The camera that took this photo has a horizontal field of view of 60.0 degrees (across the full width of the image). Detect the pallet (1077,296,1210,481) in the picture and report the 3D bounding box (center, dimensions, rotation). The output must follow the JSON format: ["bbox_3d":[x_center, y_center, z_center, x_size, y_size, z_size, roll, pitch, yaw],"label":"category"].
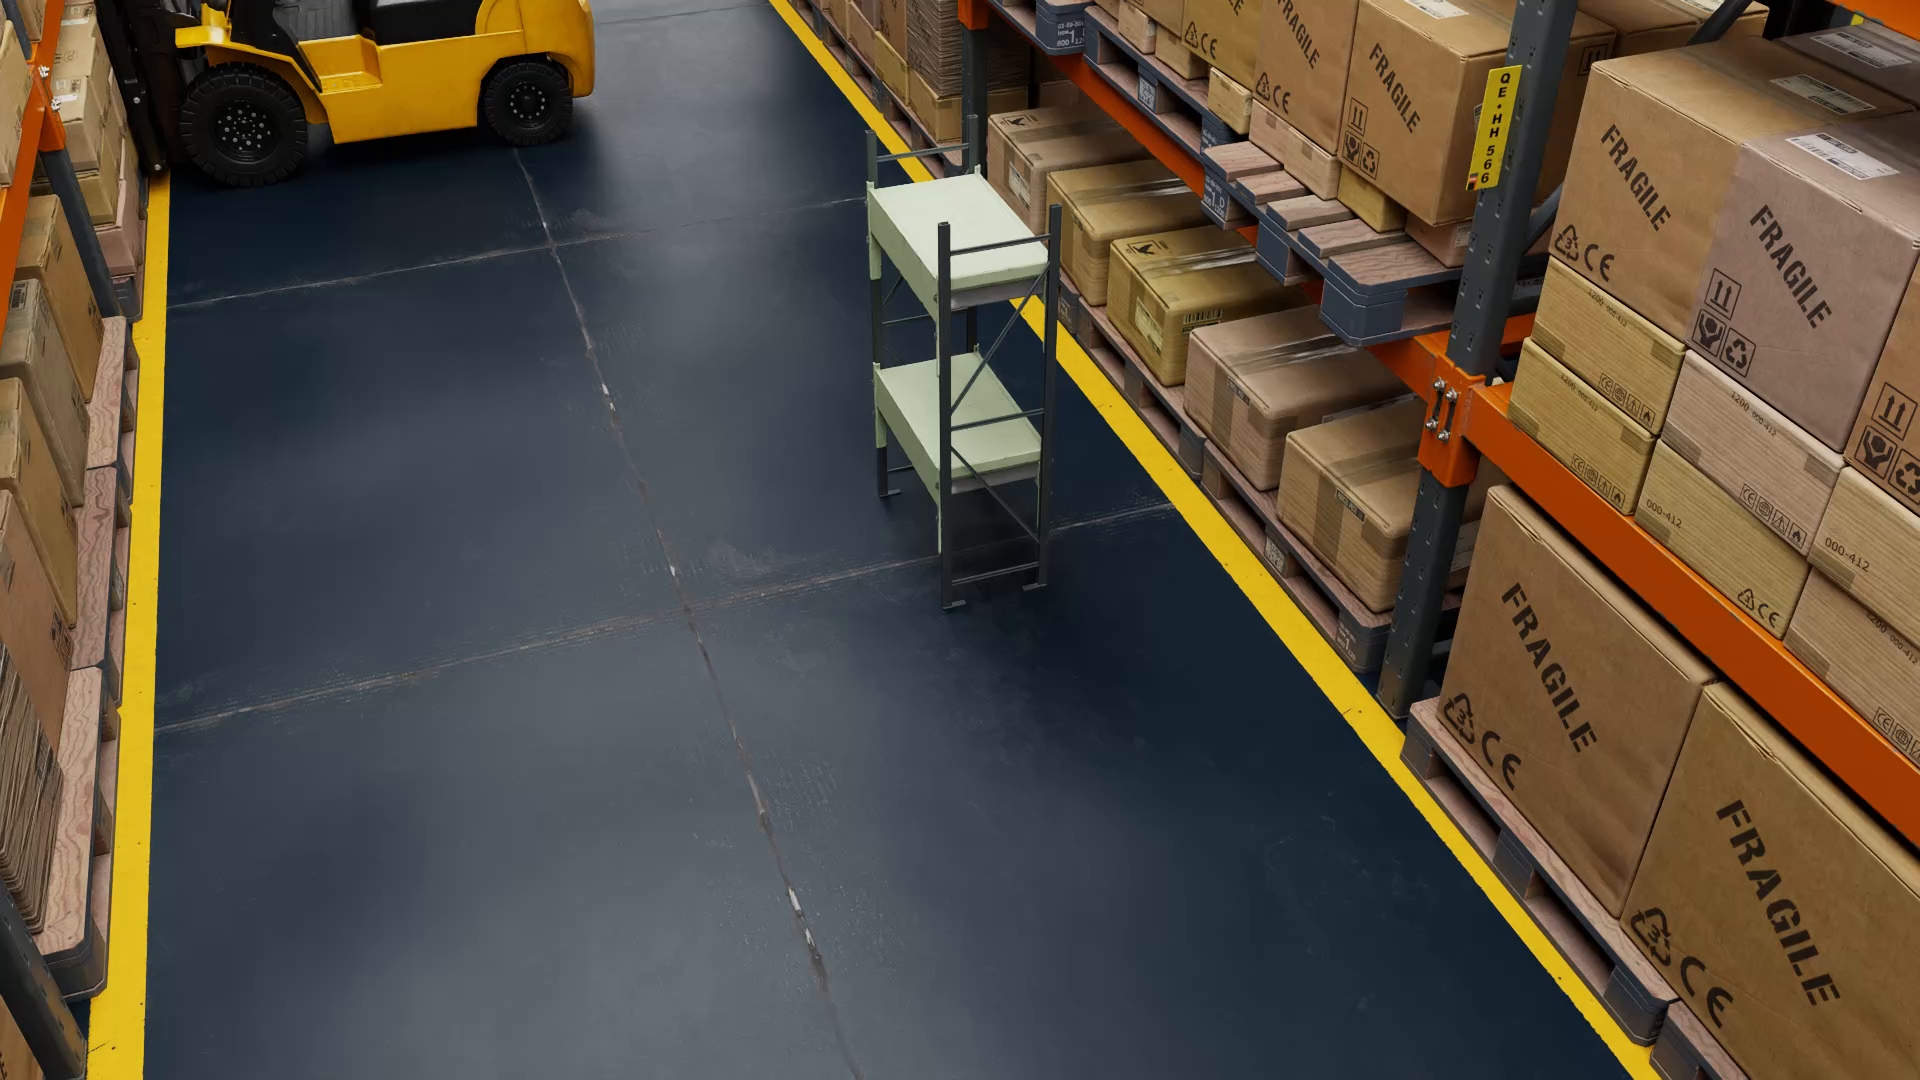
[{"bbox_3d":[1.191,-0.754,7.076,1.003,0.211,1.213,-12,39,-16],"label":"pallet"}]

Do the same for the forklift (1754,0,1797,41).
[{"bbox_3d":[2.939,-2.394,6.992,1.130,2.935,3.031,-6,37,-7],"label":"forklift"}]

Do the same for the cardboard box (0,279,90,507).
[{"bbox_3d":[-3.711,-0.455,5.985,0.875,0.625,0.625,-13,39,-16],"label":"cardboard box"}]

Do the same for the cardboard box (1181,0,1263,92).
[{"bbox_3d":[1.094,-1.839,5.518,0.500,0.500,0.500,-15,40,-19],"label":"cardboard box"}]

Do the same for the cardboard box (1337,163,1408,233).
[{"bbox_3d":[1.381,-1.079,5.048,0.380,0.149,0.250,-12,39,-15],"label":"cardboard box"}]

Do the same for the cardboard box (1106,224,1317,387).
[{"bbox_3d":[1.172,-1.022,6.949,0.950,0.372,0.625,-11,38,-14],"label":"cardboard box"}]

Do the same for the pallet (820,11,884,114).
[{"bbox_3d":[-0.190,-2.946,9.986,1.003,0.211,1.213,-12,39,-16],"label":"pallet"}]

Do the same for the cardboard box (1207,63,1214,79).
[{"bbox_3d":[1.097,-1.676,5.842,0.380,0.149,0.250,-12,39,-16],"label":"cardboard box"}]

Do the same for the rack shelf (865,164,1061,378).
[{"bbox_3d":[-0.002,-0.915,5.569,0.431,0.370,0.720,-12,39,-16],"label":"rack shelf"}]

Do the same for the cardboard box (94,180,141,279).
[{"bbox_3d":[-4.017,-1.379,7.524,0.500,0.250,0.500,-12,39,-15],"label":"cardboard box"}]

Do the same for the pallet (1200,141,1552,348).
[{"bbox_3d":[1.529,-1.042,5.300,1.213,0.211,1.003,-12,39,-16],"label":"pallet"}]

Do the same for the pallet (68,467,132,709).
[{"bbox_3d":[-3.447,0.244,5.750,1.003,0.211,1.213,-12,39,-16],"label":"pallet"}]

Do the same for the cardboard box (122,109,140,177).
[{"bbox_3d":[-4.397,-1.950,8.282,0.500,0.250,0.500,-12,39,-15],"label":"cardboard box"}]

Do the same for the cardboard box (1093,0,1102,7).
[{"bbox_3d":[0.688,-2.246,6.599,0.380,0.149,0.250,-12,39,-15],"label":"cardboard box"}]

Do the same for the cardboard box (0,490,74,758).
[{"bbox_3d":[-3.219,0.350,4.917,0.875,0.625,0.625,-11,38,-14],"label":"cardboard box"}]

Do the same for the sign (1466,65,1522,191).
[{"bbox_3d":[1.368,-1.051,4.256,0.100,0.325,0.005,-12,39,-16],"label":"sign"}]

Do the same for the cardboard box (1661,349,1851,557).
[{"bbox_3d":[1.994,-0.248,3.796,0.500,0.250,0.500,-12,39,-15],"label":"cardboard box"}]

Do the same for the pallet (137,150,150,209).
[{"bbox_3d":[-4.819,-2.002,8.733,1.003,0.211,1.213,-12,39,-16],"label":"pallet"}]

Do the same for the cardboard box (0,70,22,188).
[{"bbox_3d":[-3.564,-1.395,5.733,0.500,0.250,0.500,-13,39,-16],"label":"cardboard box"}]

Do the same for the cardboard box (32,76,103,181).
[{"bbox_3d":[-4.033,-1.775,7.219,0.500,0.250,0.500,-13,39,-17],"label":"cardboard box"}]

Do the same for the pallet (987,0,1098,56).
[{"bbox_3d":[0.625,-2.459,7.181,1.003,0.211,1.213,-12,39,-16],"label":"pallet"}]

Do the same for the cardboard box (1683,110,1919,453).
[{"bbox_3d":[1.995,-0.570,3.600,0.500,0.500,0.500,-12,39,-16],"label":"cardboard box"}]

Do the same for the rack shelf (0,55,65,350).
[{"bbox_3d":[-3.473,-0.551,5.086,1.077,0.370,4.000,-12,39,-16],"label":"rack shelf"}]

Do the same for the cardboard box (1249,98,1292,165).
[{"bbox_3d":[1.173,-1.355,5.416,0.380,0.149,0.250,-14,39,-18],"label":"cardboard box"}]

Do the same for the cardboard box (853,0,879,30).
[{"bbox_3d":[-0.311,-3.220,9.345,0.500,0.500,0.500,-10,38,-14],"label":"cardboard box"}]

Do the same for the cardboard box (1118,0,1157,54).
[{"bbox_3d":[0.814,-1.946,6.200,0.380,0.149,0.250,-11,38,-14],"label":"cardboard box"}]

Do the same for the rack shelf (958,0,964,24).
[{"bbox_3d":[-0.190,-3.840,9.453,1.077,0.370,4.000,-12,39,-16],"label":"rack shelf"}]

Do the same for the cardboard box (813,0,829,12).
[{"bbox_3d":[-0.692,-3.524,10.372,0.500,0.250,0.500,-11,38,-14],"label":"cardboard box"}]

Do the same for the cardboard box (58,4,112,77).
[{"bbox_3d":[-4.381,-2.345,7.975,0.500,0.250,0.500,-11,38,-14],"label":"cardboard box"}]

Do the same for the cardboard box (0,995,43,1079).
[{"bbox_3d":[-2.437,1.317,3.737,0.500,0.500,0.500,-11,38,-15],"label":"cardboard box"}]

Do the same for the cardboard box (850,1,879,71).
[{"bbox_3d":[-0.321,-2.933,9.586,0.500,0.250,0.500,-12,39,-15],"label":"cardboard box"}]

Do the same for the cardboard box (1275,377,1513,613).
[{"bbox_3d":[1.690,-0.178,5.828,0.950,0.372,0.625,-15,40,-19],"label":"cardboard box"}]

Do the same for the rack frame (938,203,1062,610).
[{"bbox_3d":[0.124,-0.396,5.529,0.400,1.500,0.023,-12,39,-16],"label":"rack frame"}]

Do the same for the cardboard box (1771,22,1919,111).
[{"bbox_3d":[2.298,-0.940,4.090,0.500,0.500,0.500,-13,39,-17],"label":"cardboard box"}]

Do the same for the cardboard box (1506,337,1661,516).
[{"bbox_3d":[1.807,-0.350,4.346,0.500,0.250,0.500,-13,39,-17],"label":"cardboard box"}]

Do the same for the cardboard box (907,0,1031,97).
[{"bbox_3d":[0.043,-2.645,8.582,0.500,0.500,0.500,-13,39,-17],"label":"cardboard box"}]

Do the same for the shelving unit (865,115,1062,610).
[{"bbox_3d":[-0.002,-0.603,5.804,0.431,1.500,0.755,-12,39,-16],"label":"shelving unit"}]

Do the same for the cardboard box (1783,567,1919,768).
[{"bbox_3d":[2.175,0.234,3.571,0.500,0.250,0.500,-11,38,-14],"label":"cardboard box"}]

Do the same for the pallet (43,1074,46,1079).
[{"bbox_3d":[-2.563,1.835,3.638,1.003,0.211,1.213,-12,39,-16],"label":"pallet"}]

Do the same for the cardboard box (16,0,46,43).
[{"bbox_3d":[-4.069,-2.313,6.744,0.500,0.500,0.500,-13,39,-17],"label":"cardboard box"}]

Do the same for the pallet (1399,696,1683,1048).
[{"bbox_3d":[2.075,0.837,4.964,1.003,0.211,1.213,-12,39,-16],"label":"pallet"}]

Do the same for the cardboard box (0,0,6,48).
[{"bbox_3d":[-3.752,-1.883,5.966,0.500,0.250,0.500,-13,39,-17],"label":"cardboard box"}]

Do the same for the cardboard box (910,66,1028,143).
[{"bbox_3d":[0.042,-2.346,8.807,0.500,0.250,0.500,-11,38,-14],"label":"cardboard box"}]

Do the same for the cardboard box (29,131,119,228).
[{"bbox_3d":[-4.038,-1.574,7.368,0.500,0.250,0.500,-13,39,-16],"label":"cardboard box"}]

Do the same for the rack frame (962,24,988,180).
[{"bbox_3d":[0.498,-2.998,7.737,1.000,3.000,0.127,-12,39,-16],"label":"rack frame"}]

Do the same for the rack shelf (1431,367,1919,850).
[{"bbox_3d":[2.563,0.679,3.453,1.077,0.370,4.000,-12,39,-16],"label":"rack shelf"}]

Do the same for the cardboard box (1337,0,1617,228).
[{"bbox_3d":[1.457,-1.264,4.755,0.500,0.500,0.500,-14,39,-17],"label":"cardboard box"}]

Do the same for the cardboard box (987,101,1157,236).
[{"bbox_3d":[0.681,-1.820,8.008,0.950,0.372,0.625,-12,39,-15],"label":"cardboard box"}]

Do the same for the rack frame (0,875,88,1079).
[{"bbox_3d":[-2.785,0.292,3.370,1.000,3.000,0.127,-12,39,-16],"label":"rack frame"}]

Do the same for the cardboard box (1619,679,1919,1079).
[{"bbox_3d":[2.337,0.855,4.039,0.875,0.875,0.875,-12,39,-15],"label":"cardboard box"}]

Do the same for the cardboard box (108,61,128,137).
[{"bbox_3d":[-4.375,-2.145,8.125,0.500,0.250,0.500,-13,39,-16],"label":"cardboard box"}]
